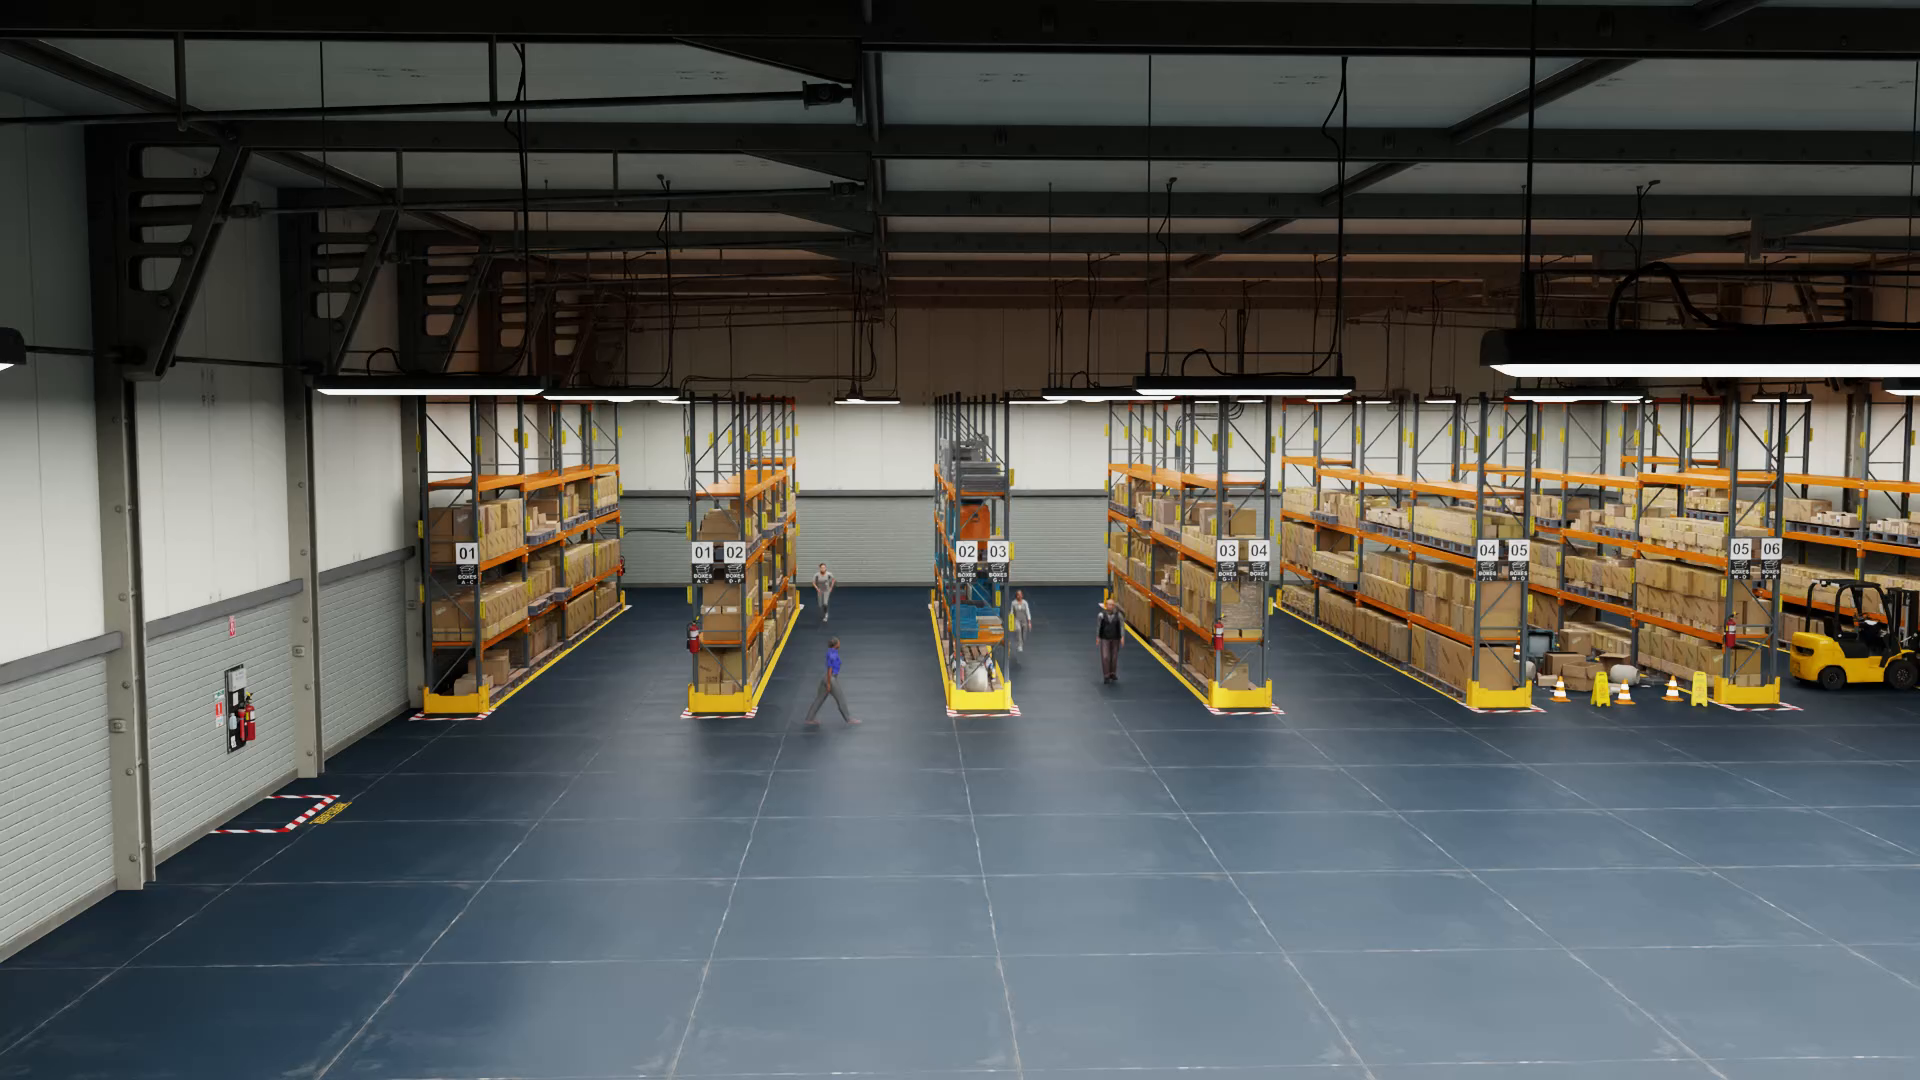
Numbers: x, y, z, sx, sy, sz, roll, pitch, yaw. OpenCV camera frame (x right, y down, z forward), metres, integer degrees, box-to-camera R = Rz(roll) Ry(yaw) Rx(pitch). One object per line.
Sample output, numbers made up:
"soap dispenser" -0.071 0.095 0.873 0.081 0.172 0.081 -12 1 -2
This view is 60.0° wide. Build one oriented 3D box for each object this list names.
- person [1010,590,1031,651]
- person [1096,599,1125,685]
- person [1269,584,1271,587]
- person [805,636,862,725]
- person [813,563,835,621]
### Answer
"person" 1.349 1.799 37.265 0.435 1.376 1.003 -1 5 -11
"person" 3.141 2.106 34.593 0.589 1.752 0.650 0 5 0
"person" 9.054 0.799 50.329 0.823 1.771 0.519 -1 5 -7
"person" -2.273 2.514 29.826 1.005 1.580 0.510 -1 5 -13
"person" -3.619 1.388 44.316 0.566 1.580 0.701 1 5 7
